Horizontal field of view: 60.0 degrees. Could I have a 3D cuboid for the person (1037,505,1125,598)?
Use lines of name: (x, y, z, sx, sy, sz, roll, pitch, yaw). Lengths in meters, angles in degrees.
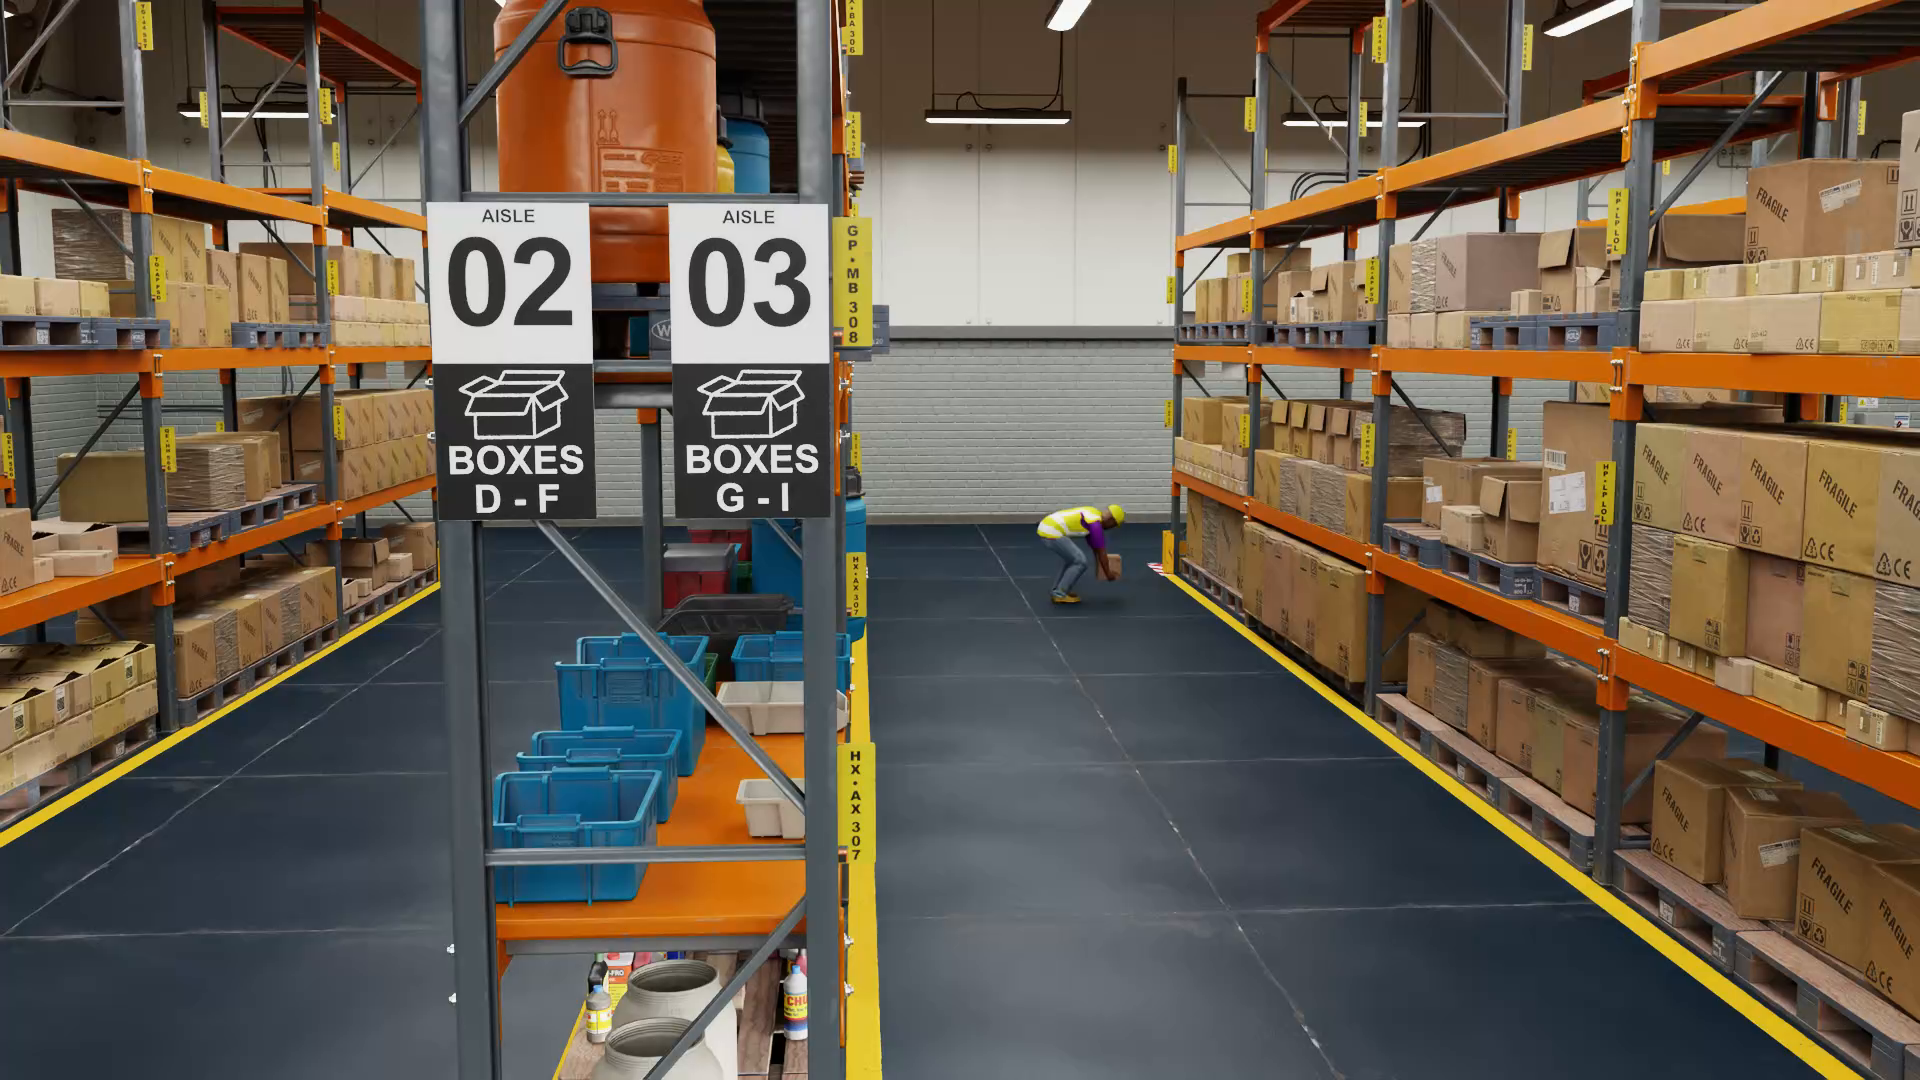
person: (1.339, 0.112, 18.388, 0.967, 1.002, 0.515, -1, 7, -6)
